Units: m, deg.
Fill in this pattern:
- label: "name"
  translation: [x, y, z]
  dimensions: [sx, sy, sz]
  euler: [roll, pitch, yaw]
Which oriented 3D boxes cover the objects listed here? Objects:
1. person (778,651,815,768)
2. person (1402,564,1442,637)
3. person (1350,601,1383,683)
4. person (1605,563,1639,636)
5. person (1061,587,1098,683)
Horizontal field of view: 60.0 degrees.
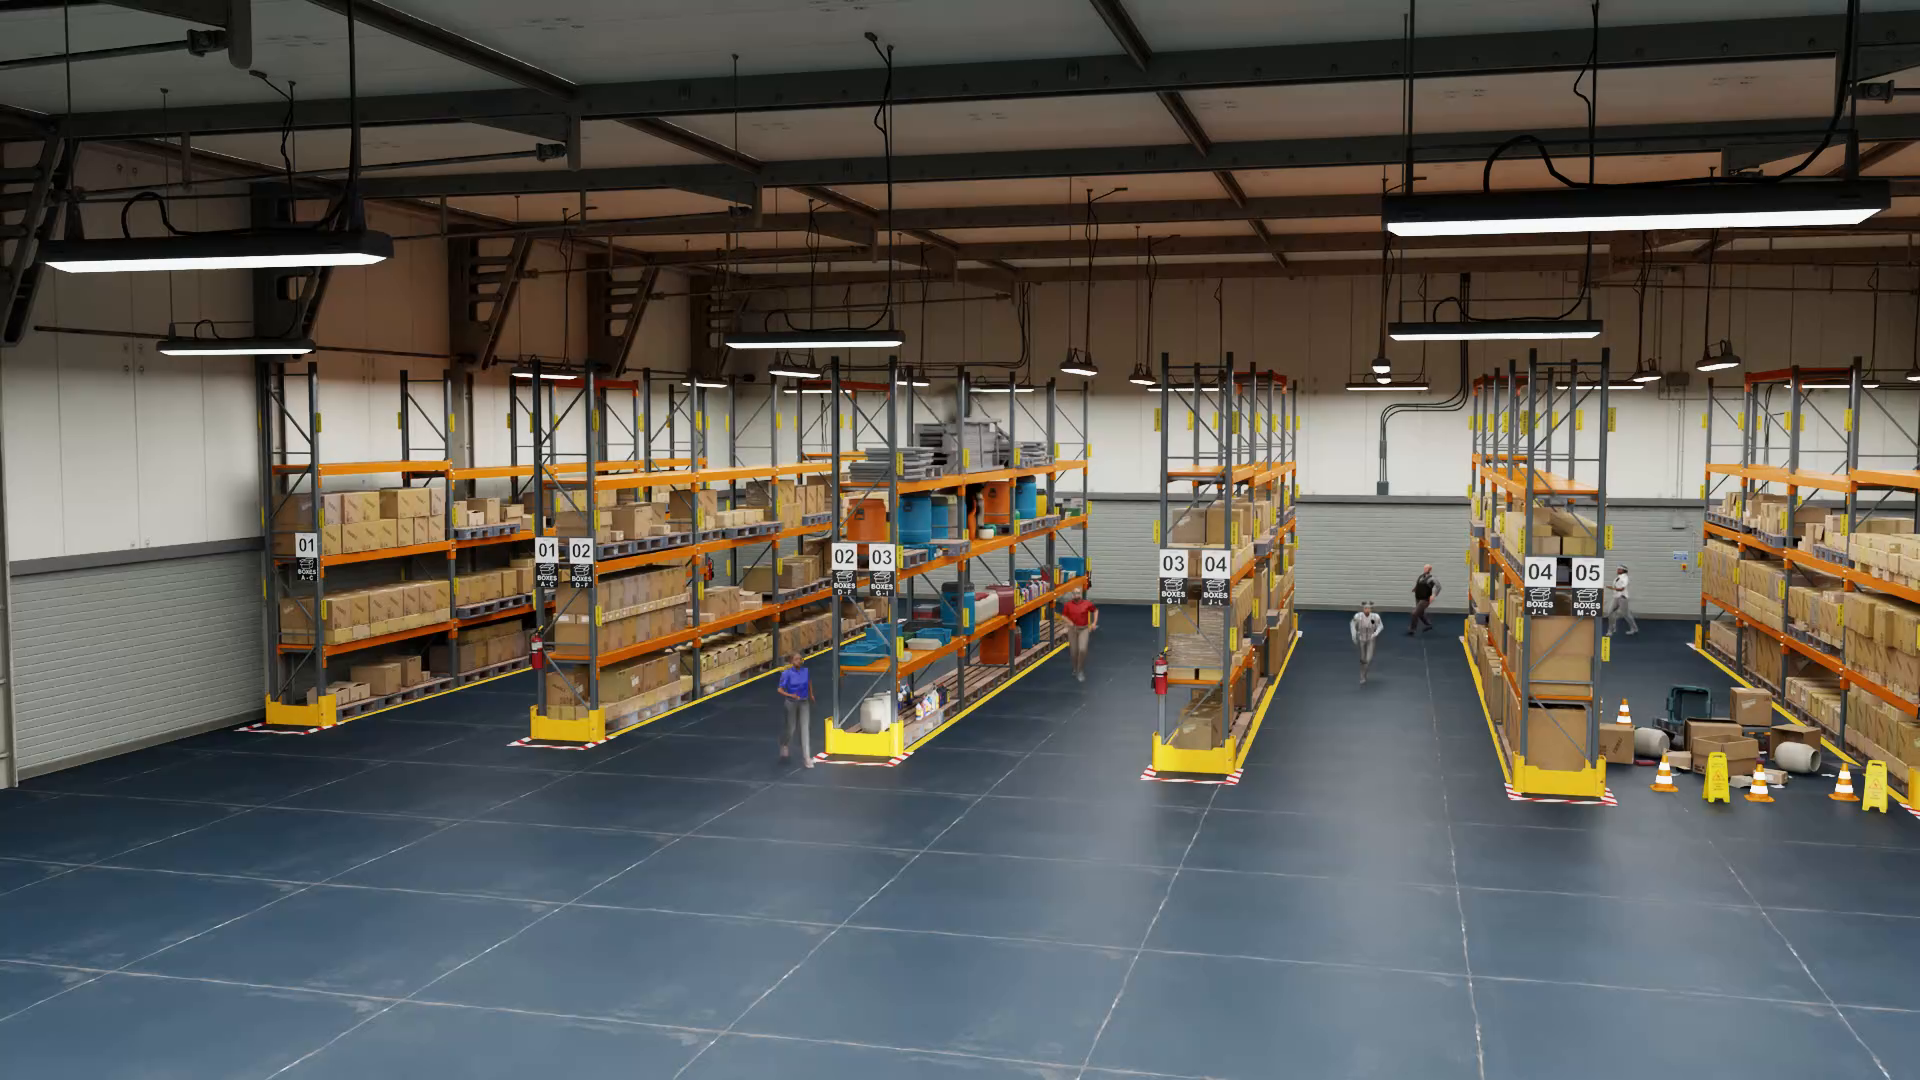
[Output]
- label: "person"
  translation: [-2.392, 2.450, 24.331]
  dimensions: [0.593, 1.654, 0.941]
  euler: [-2, 5, -28]
- label: "person"
  translation: [10.822, 1.413, 38.924]
  dimensions: [0.869, 1.707, 0.710]
  euler: [-1, 4, -14]
- label: "person"
  translation: [7.860, 1.957, 32.175]
  dimensions: [0.611, 1.623, 0.730]
  euler: [1, 4, 9]
- label: "person"
  translation: [15.521, 1.414, 39.025]
  dimensions: [0.756, 1.758, 0.546]
  euler: [0, 4, 1]
- label: "person"
  translation: [2.217, 1.766, 31.073]
  dimensions: [0.671, 1.757, 0.741]
  euler: [1, 4, 12]
